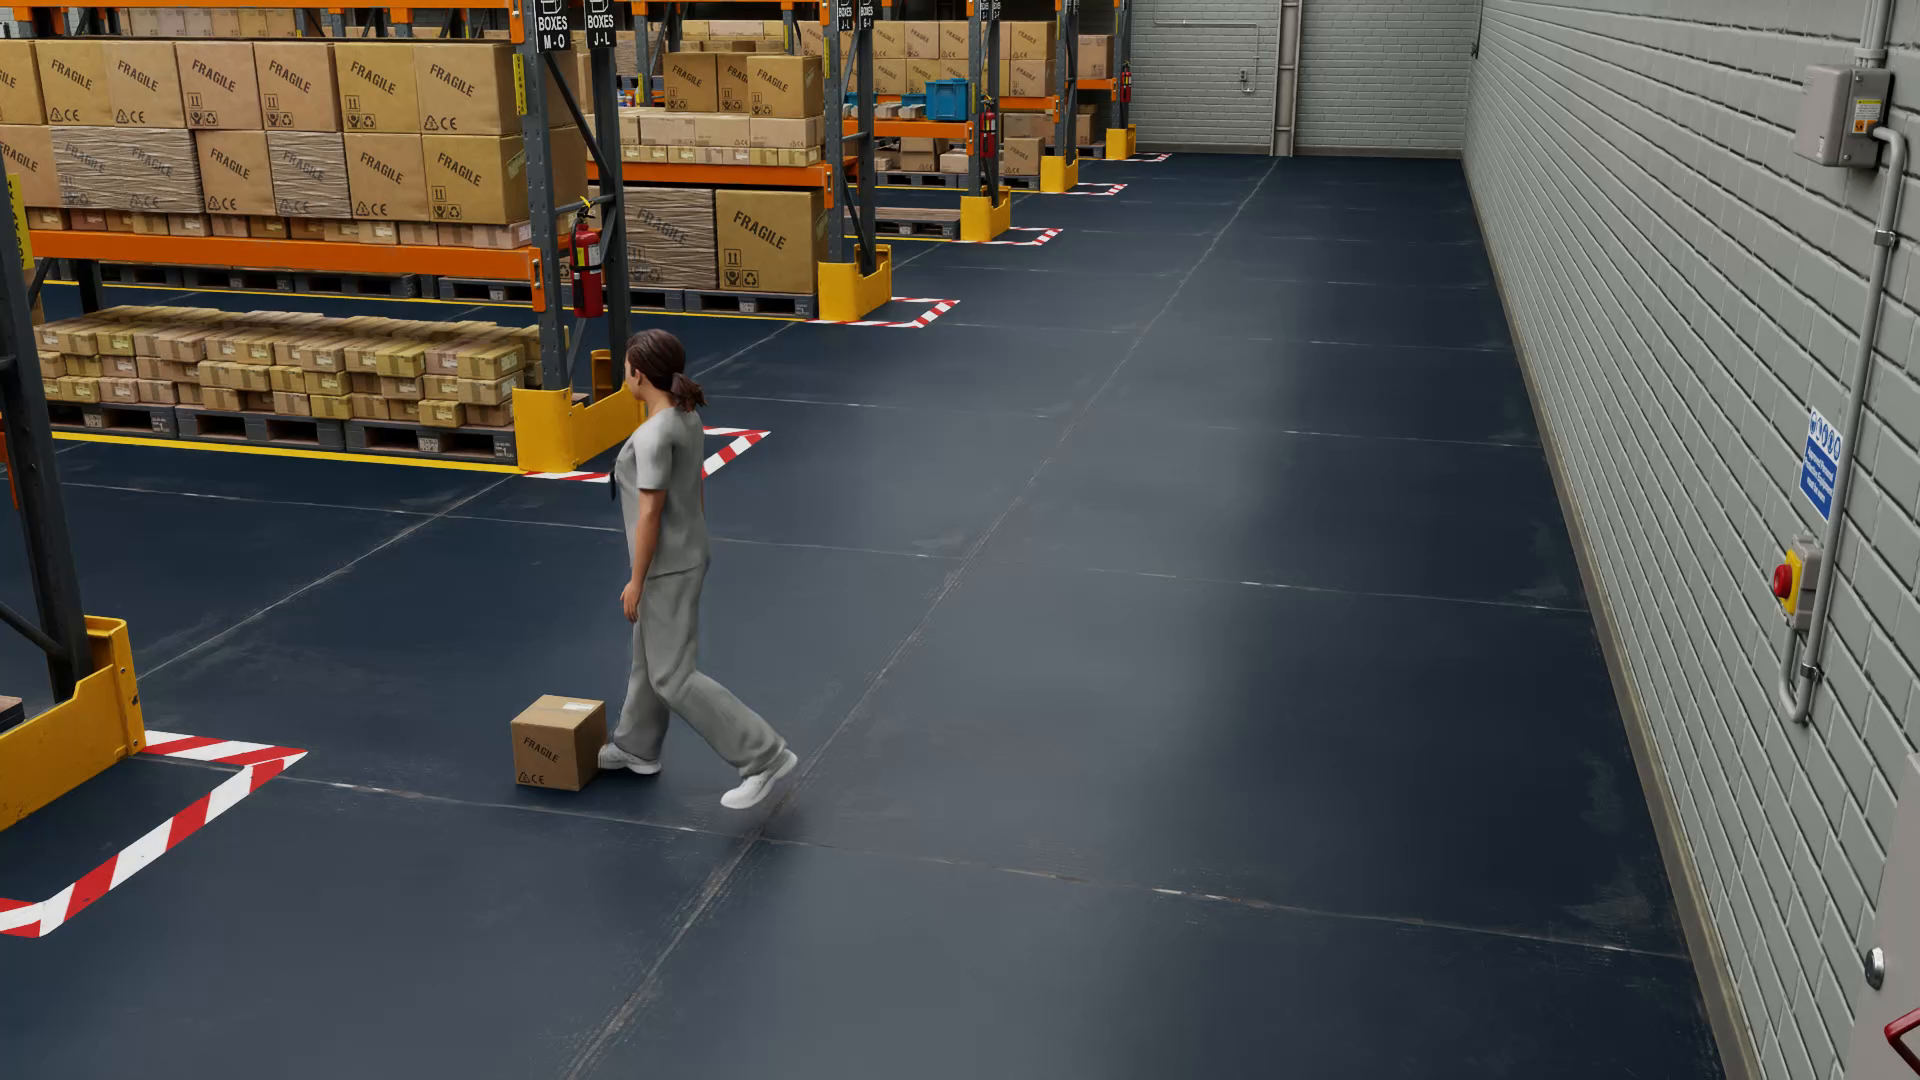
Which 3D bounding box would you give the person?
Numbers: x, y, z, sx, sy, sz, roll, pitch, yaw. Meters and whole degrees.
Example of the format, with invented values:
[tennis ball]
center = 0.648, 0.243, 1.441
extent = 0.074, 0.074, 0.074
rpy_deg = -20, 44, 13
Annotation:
[person]
center = -0.983, 0.109, 5.702
extent = 0.858, 1.657, 0.565
rpy_deg = 1, 18, 4
